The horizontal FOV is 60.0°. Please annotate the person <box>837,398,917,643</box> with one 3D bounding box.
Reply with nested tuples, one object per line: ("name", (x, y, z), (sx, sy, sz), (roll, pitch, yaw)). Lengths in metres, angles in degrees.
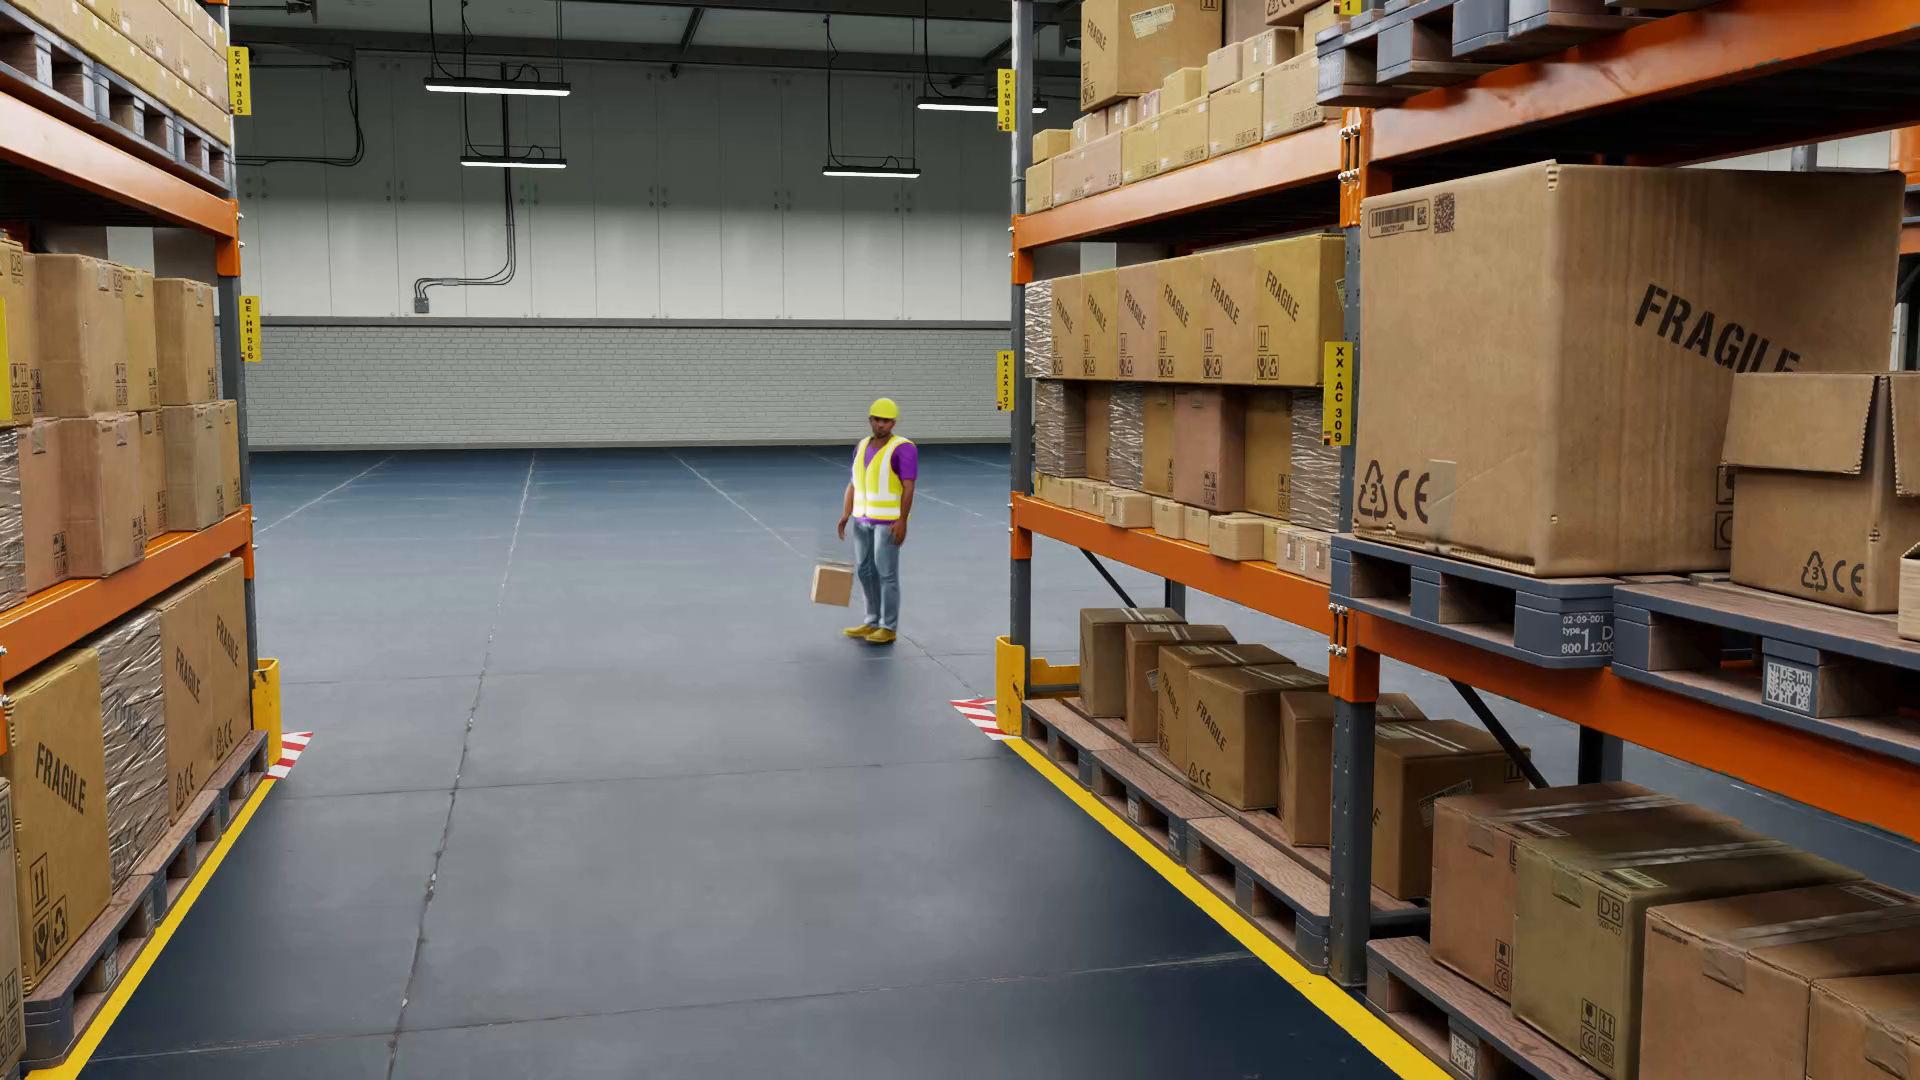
("person", (-0.629, -0.144, 12.028), (0.671, 1.768, 0.396), (5, 8, 41))
